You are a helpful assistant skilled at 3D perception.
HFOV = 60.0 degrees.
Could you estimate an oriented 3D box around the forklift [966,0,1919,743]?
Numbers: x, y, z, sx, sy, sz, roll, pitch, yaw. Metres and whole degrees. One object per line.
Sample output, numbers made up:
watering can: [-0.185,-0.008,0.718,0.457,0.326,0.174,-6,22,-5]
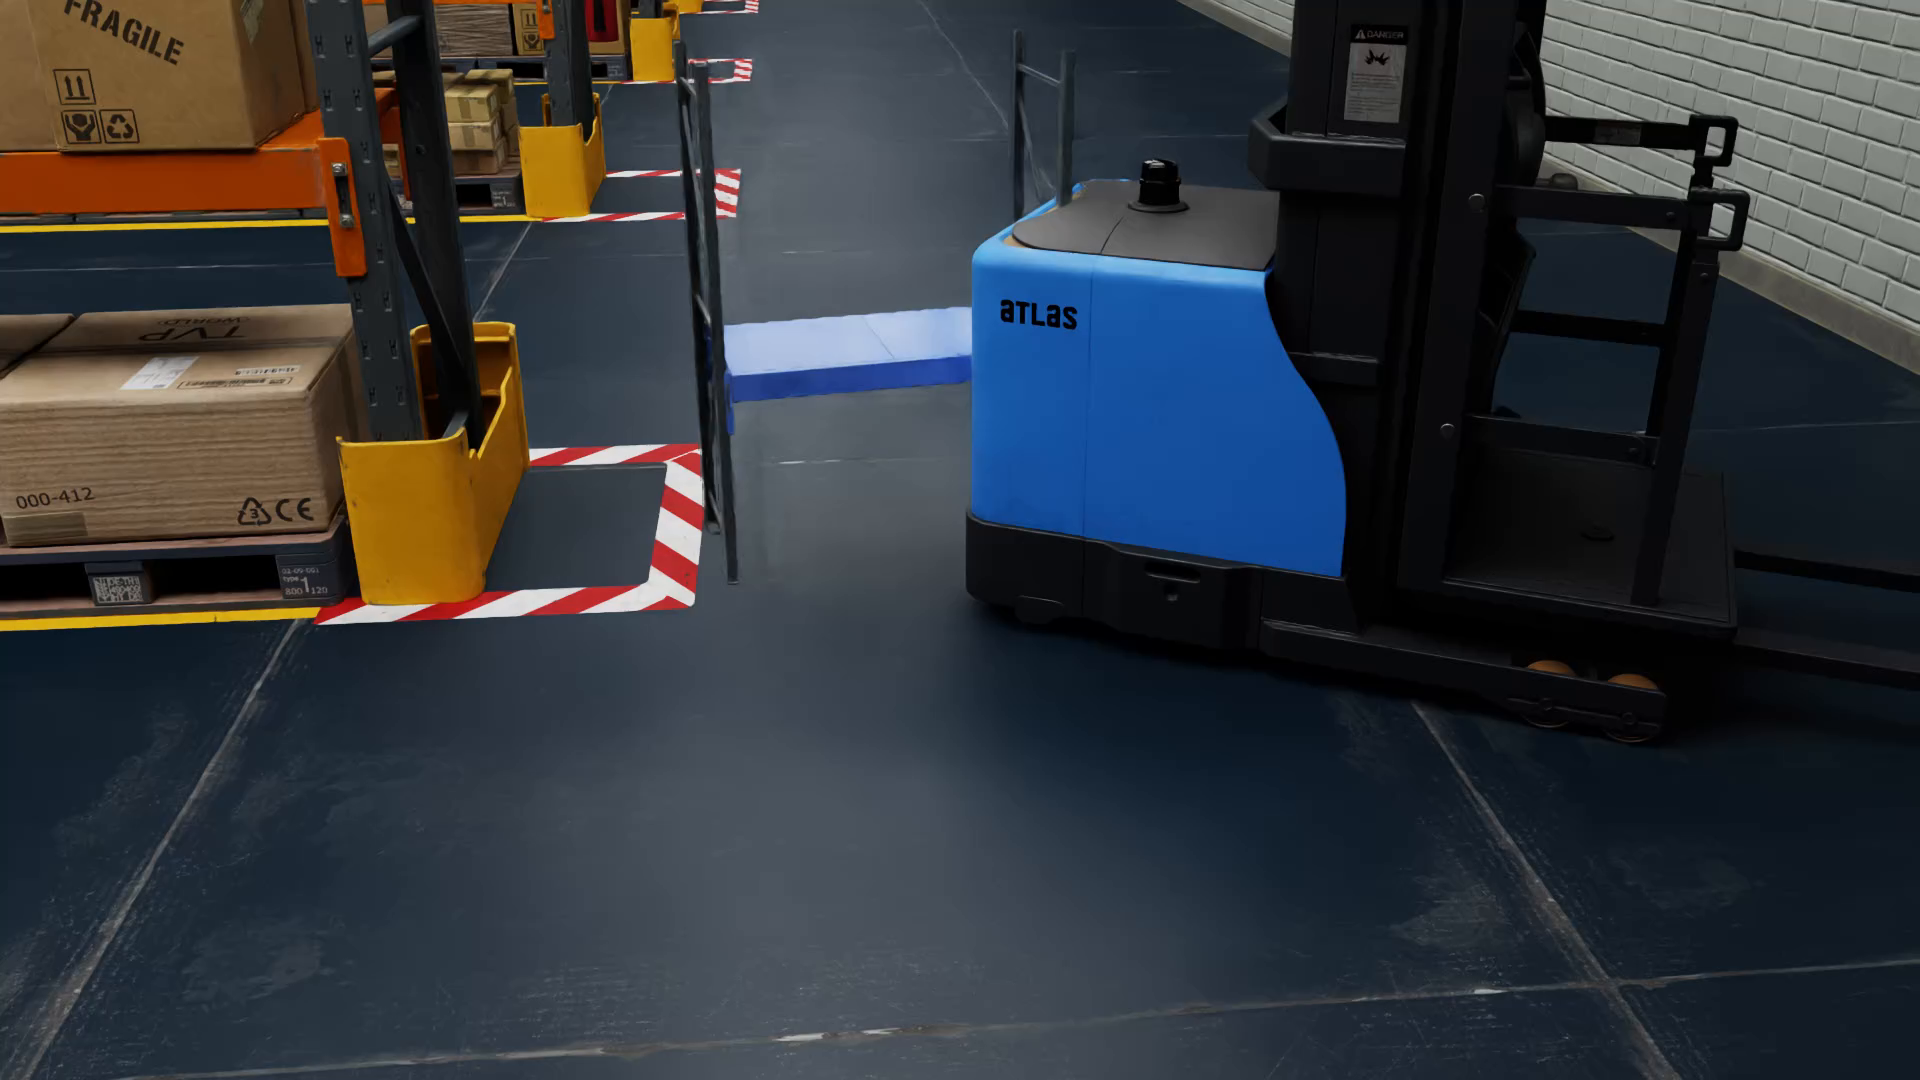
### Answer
forklift: [1.586,-1.082,4.075,3.031,2.935,1.130,9,26,20]

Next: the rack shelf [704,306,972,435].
rack shelf: [-0.251,-0.540,5.060,1.000,0.185,0.538,-6,25,-14]

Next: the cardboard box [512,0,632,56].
cardboard box: [-3.258,-4.588,13.977,0.875,0.875,0.875,-2,24,-5]

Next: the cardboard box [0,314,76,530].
cardboard box: [-3.212,-0.333,4.945,0.875,0.438,0.875,-2,24,-4]

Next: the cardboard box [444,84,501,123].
cardboard box: [-2.744,-2.453,9.337,0.250,0.149,0.380,-2,24,-5]

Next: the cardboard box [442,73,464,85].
cardboard box: [-3.059,-2.634,9.743,0.250,0.149,0.380,-2,24,-4]

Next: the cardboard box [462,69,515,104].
cardboard box: [-2.797,-2.693,9.877,0.250,0.149,0.380,-3,24,-8]

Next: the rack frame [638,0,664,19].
rack frame: [-2.629,-5.425,13.761,0.127,3.000,1.000,-2,24,-5]

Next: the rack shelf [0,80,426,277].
rack shelf: [-3.645,-1.010,4.716,4.000,0.370,1.077,-2,24,-5]

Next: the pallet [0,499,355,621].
pallet: [-2.443,-0.081,5.173,1.213,0.211,1.003,-2,24,-5]

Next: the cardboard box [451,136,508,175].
cardboard box: [-2.745,-2.200,9.499,0.250,0.149,0.380,-2,24,-4]

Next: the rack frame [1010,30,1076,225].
rack frame: [0.239,-0.760,5.112,0.032,1.500,0.500,-6,25,-14]

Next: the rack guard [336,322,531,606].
rack guard: [-1.631,-0.278,5.259,0.348,0.500,1.175,-2,24,-5]

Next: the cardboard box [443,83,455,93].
cardboard box: [-3.000,-2.466,9.366,0.250,0.149,0.380,-2,24,-4]

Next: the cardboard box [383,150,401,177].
cardboard box: [-3.263,-2.173,9.438,0.250,0.149,0.380,-2,24,-5]

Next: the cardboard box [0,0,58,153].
cardboard box: [-2.610,-1.325,4.414,0.500,0.500,0.500,-3,24,-6]

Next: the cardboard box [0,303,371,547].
cardboard box: [-2.302,-0.373,5.034,0.875,0.438,0.875,-3,24,-7]

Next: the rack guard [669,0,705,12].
rack guard: [-3.093,-6.291,18.787,0.348,0.500,1.175,-2,24,-5]

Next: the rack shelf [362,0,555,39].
rack shelf: [-4.232,-3.007,9.208,4.000,0.370,1.077,-2,24,-5]

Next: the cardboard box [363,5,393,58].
cardboard box: [-5.049,-4.516,13.816,0.875,0.875,0.875,-2,24,-5]

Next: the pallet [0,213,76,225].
pallet: [-5.558,-2.023,9.541,1.213,0.211,1.003,-2,24,-5]

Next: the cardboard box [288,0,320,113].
cardboard box: [-2.161,-1.562,4.947,0.500,0.500,0.500,-2,24,-6]

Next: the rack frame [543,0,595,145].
rack frame: [-2.242,-3.416,9.242,0.127,3.000,1.000,-2,24,-5]

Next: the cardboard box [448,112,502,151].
cardboard box: [-2.739,-2.304,9.368,0.250,0.149,0.380,-3,24,-7]

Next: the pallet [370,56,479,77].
pallet: [-4.628,-4.039,14.078,1.213,0.211,1.003,-2,24,-5]

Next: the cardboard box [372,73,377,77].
cardboard box: [-3.561,-2.632,9.739,0.250,0.149,0.380,-3,24,-8]

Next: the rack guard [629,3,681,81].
rack guard: [-2.605,-4.283,14.271,0.348,0.500,1.175,-2,24,-5]

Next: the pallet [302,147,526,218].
pallet: [-3.130,-2.120,9.761,1.213,0.211,1.003,-2,24,-5]

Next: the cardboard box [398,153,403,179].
cardboard box: [-2.991,-2.148,9.383,0.250,0.149,0.380,-2,24,-4]

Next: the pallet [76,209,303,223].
pallet: [-4.341,-2.073,9.654,1.213,0.211,1.003,-2,24,-5]

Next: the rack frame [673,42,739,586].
rack frame: [-0.741,-0.649,4.862,0.032,1.500,0.500,-6,25,-14]

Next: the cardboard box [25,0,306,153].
cardboard box: [-2.109,-1.338,4.445,0.500,0.500,0.500,-2,24,-5]

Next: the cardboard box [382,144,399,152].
cardboard box: [-3.256,-2.283,9.320,0.250,0.149,0.380,-3,24,-7]

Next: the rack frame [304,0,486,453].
rack frame: [-1.655,-1.419,4.749,0.127,3.000,1.000,-2,24,-5]

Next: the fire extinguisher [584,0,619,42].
fire extinguisher: [-1.946,-3.034,8.936,0.183,0.674,0.296,-2,24,-5]

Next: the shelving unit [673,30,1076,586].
shelving unit: [-0.251,-0.704,4.987,1.048,1.500,0.538,-6,25,-14]

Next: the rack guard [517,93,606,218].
rack guard: [-2.318,-2.271,9.743,0.348,0.500,1.175,-2,24,-5]

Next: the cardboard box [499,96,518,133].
cardboard box: [-2.789,-2.524,9.862,0.250,0.149,0.380,-1,24,-3]

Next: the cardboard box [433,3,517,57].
cardboard box: [-4.164,-4.551,13.896,0.875,0.875,0.875,-2,24,-5]

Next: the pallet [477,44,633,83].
pallet: [-3.417,-4.087,14.185,1.213,0.211,1.003,-2,24,-5]

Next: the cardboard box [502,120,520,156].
cardboard box: [-2.795,-2.413,9.980,0.250,0.149,0.380,-2,24,-4]

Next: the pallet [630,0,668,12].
pallet: [-3.940,-6.135,18.793,1.213,0.211,1.003,-2,24,-5]

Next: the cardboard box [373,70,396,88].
cardboard box: [-3.323,-2.675,9.836,0.250,0.149,0.380,-2,24,-5]
